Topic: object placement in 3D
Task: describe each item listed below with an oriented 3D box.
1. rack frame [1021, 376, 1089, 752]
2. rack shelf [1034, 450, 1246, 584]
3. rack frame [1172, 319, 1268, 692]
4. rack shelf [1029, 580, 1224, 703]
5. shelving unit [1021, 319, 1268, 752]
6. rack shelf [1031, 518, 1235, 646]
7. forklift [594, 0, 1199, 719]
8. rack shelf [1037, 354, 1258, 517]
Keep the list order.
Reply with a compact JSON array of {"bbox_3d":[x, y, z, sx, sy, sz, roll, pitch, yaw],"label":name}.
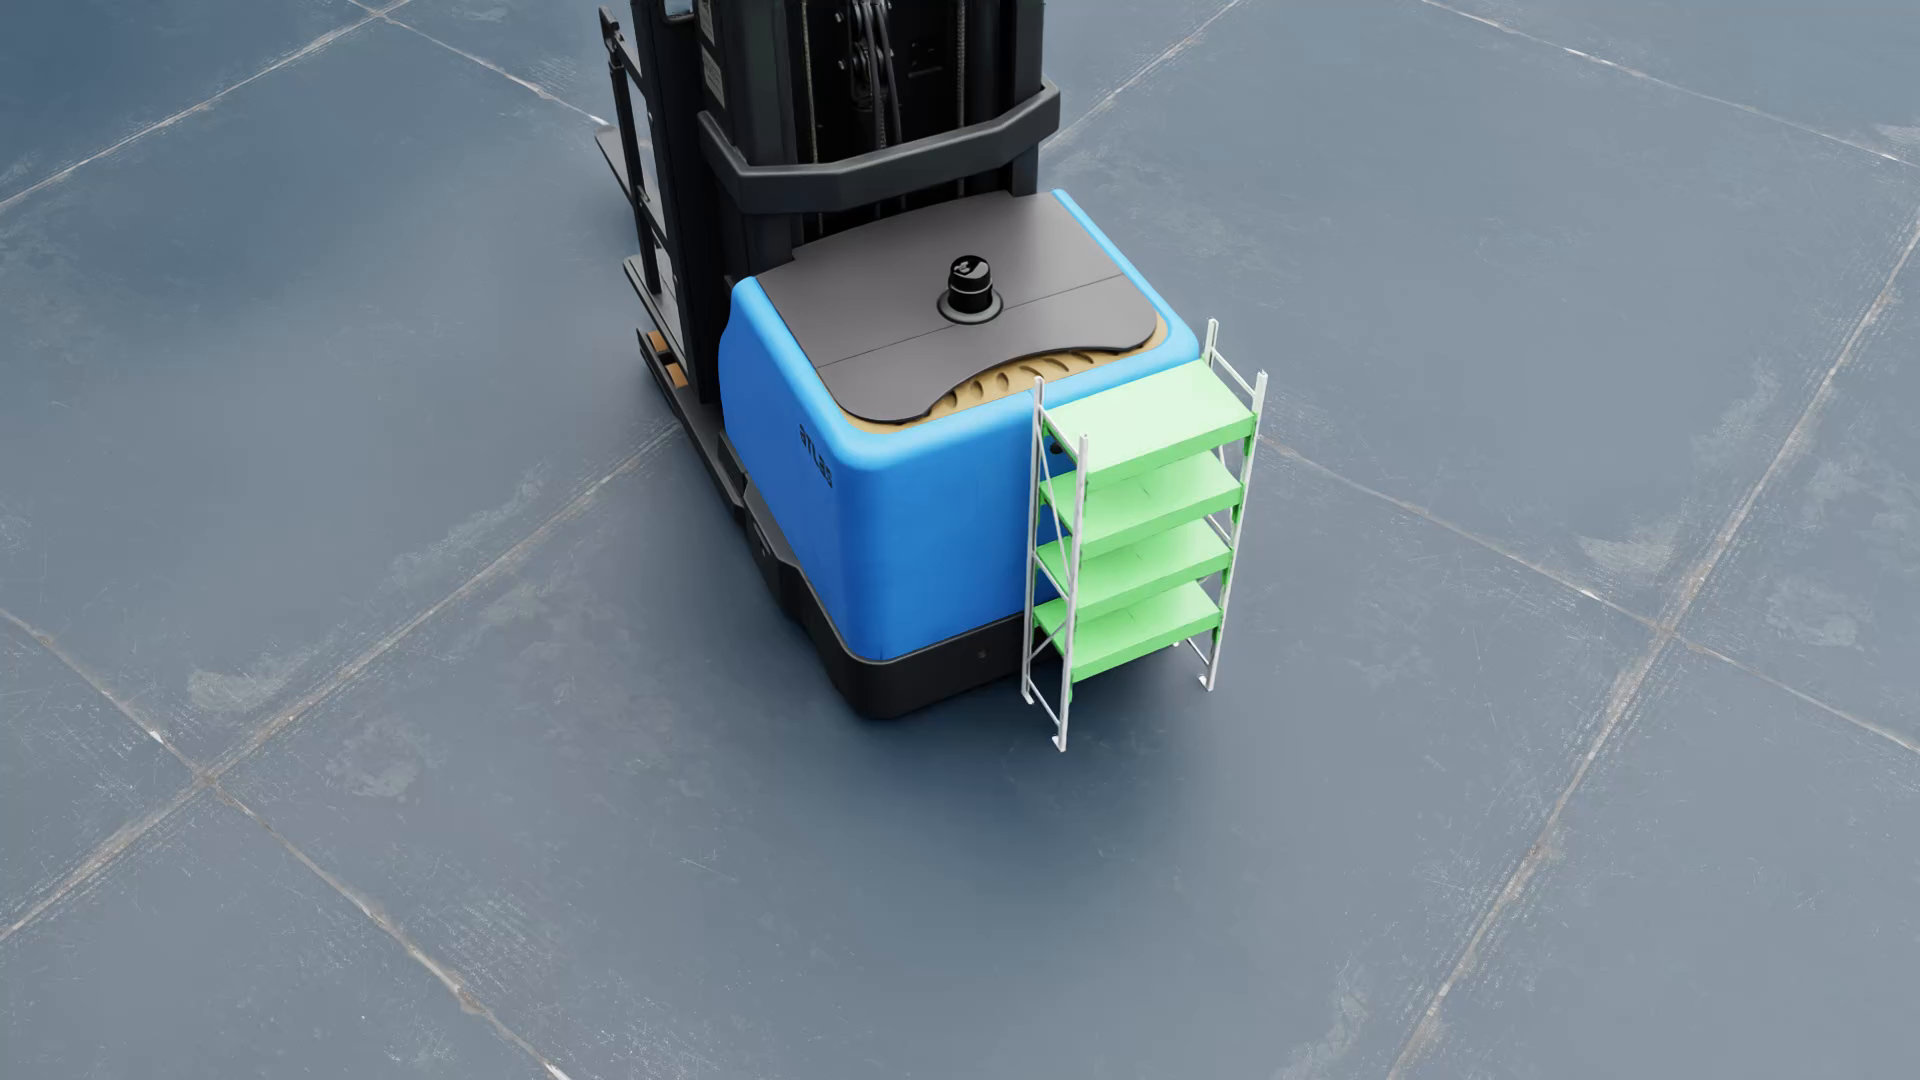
[{"bbox_3d":[0.237,0.103,4.321,0.015,1.200,0.240,-20,49,-18],"label":"rack frame"},{"bbox_3d":[0.456,-0.097,4.269,0.480,0.148,0.258,-20,49,-18],"label":"rack shelf"},{"bbox_3d":[0.675,-0.053,4.471,0.015,1.200,0.240,-20,49,-18],"label":"rack frame"},{"bbox_3d":[0.456,0.235,4.616,0.480,0.148,0.258,-20,49,-18],"label":"rack shelf"},{"bbox_3d":[0.456,0.025,4.396,0.503,1.200,0.258,-20,49,-18],"label":"shelving unit"},{"bbox_3d":[0.456,0.069,4.443,0.480,0.148,0.258,-20,49,-18],"label":"rack shelf"},{"bbox_3d":[-0.460,-1.585,4.737,1.130,2.935,3.031,-19,49,-18],"label":"forklift"},{"bbox_3d":[0.456,-0.262,4.095,0.480,0.148,0.258,-20,49,-18],"label":"rack shelf"}]
